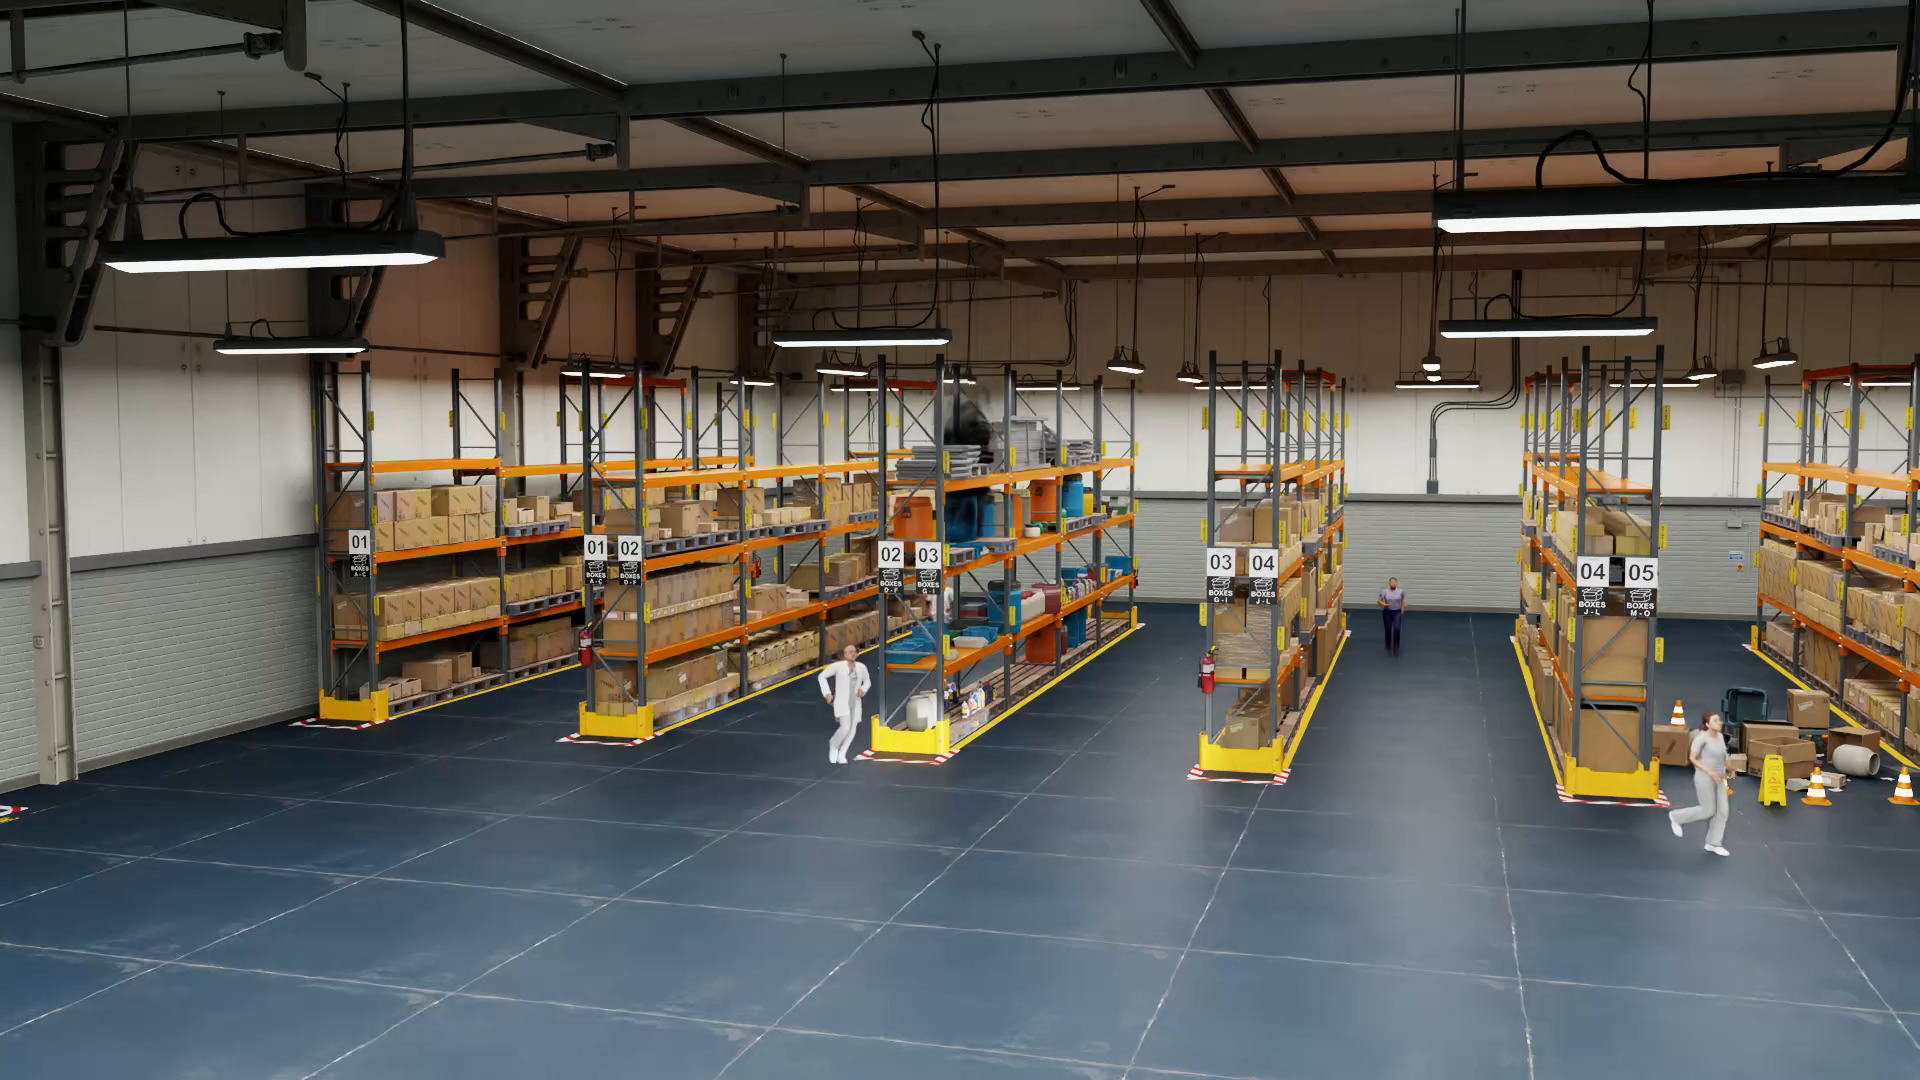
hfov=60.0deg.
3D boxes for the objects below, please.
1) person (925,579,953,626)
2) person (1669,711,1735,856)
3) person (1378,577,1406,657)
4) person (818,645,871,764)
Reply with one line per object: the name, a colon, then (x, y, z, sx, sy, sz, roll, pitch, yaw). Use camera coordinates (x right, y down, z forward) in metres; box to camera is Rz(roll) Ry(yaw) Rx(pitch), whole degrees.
person: (-0.416, 1.595, 35.669, 0.704, 1.723, 0.696, 1, 4, 10)
person: (8.724, 2.807, 19.445, 0.572, 1.654, 0.734, -2, 5, -27)
person: (9.266, 1.633, 35.705, 0.596, 1.674, 0.853, 1, 4, 12)
person: (-1.628, 2.397, 24.227, 0.735, 1.722, 0.576, -3, 5, -32)
